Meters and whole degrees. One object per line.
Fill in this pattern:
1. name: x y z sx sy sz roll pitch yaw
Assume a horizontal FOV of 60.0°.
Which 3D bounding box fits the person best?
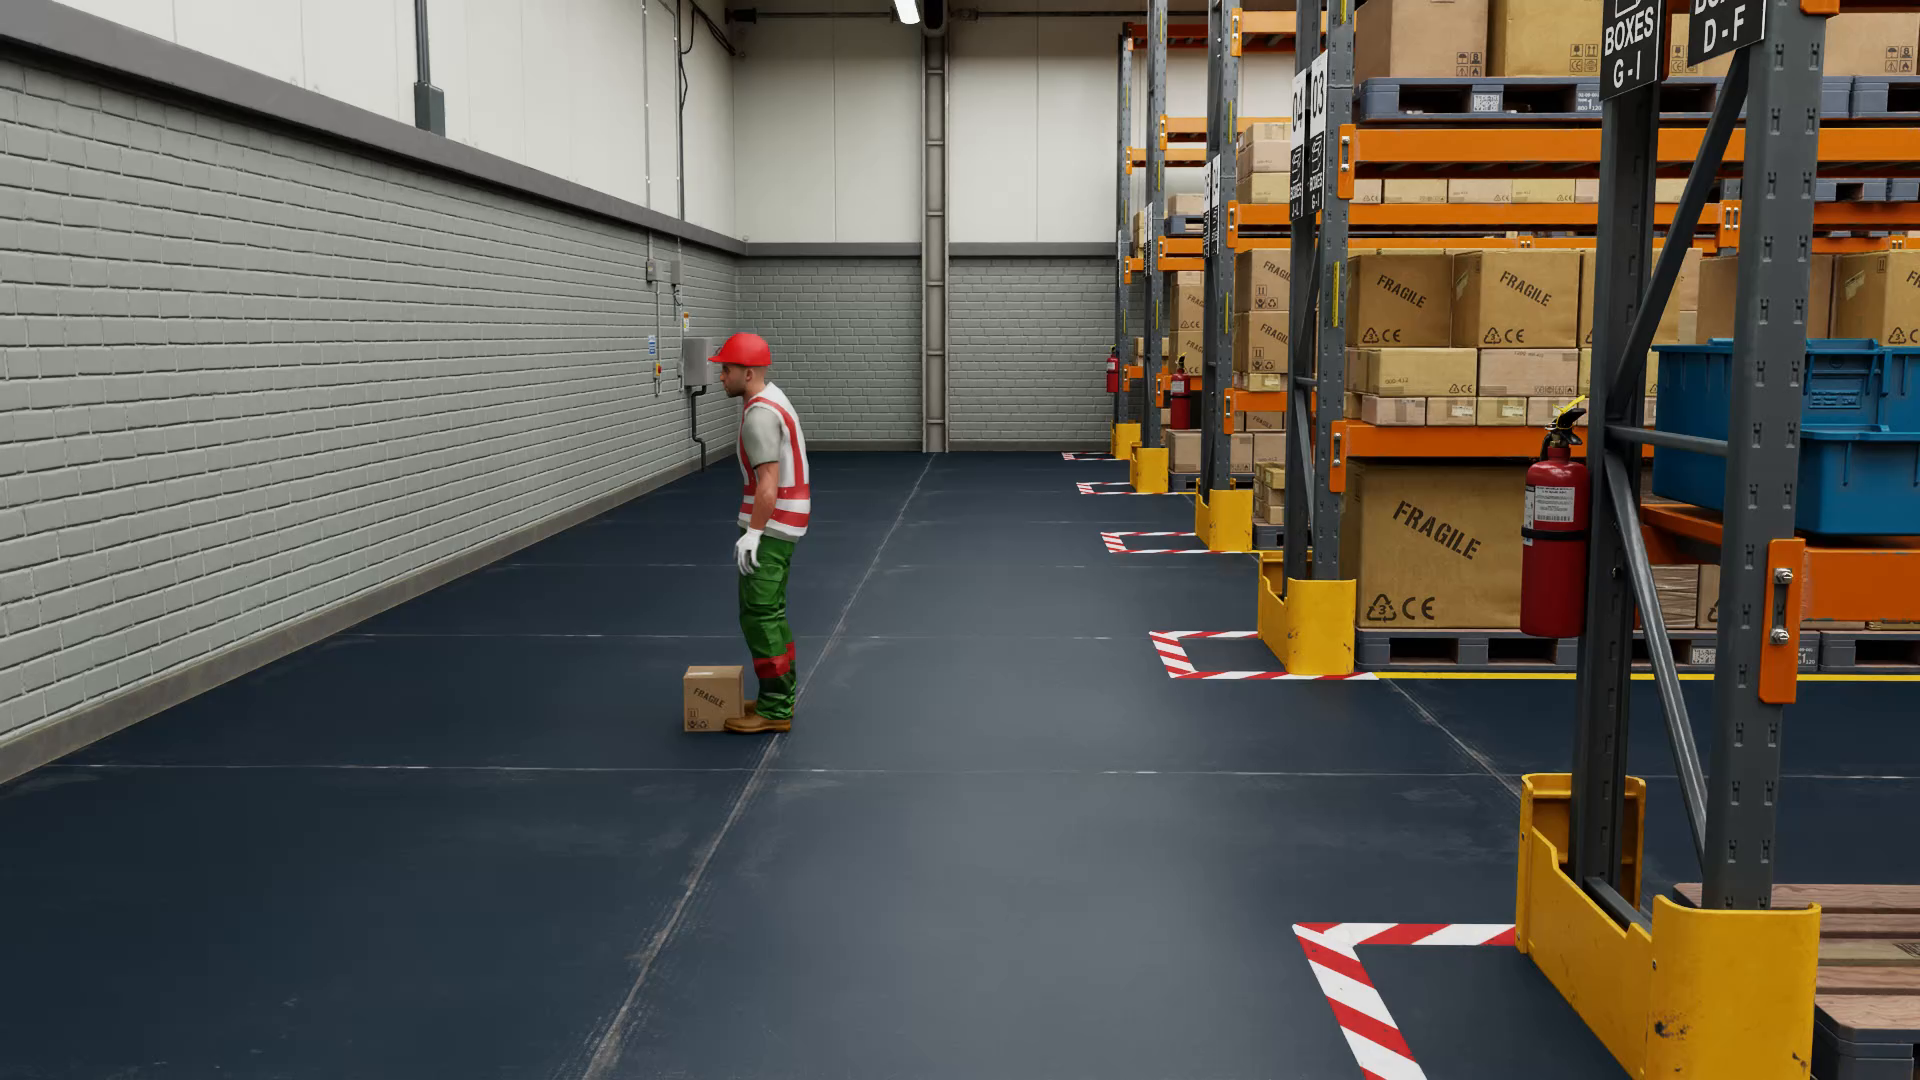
1. person: -0.893 -0.034 7.468 0.445 1.781 0.622 0 7 -1
